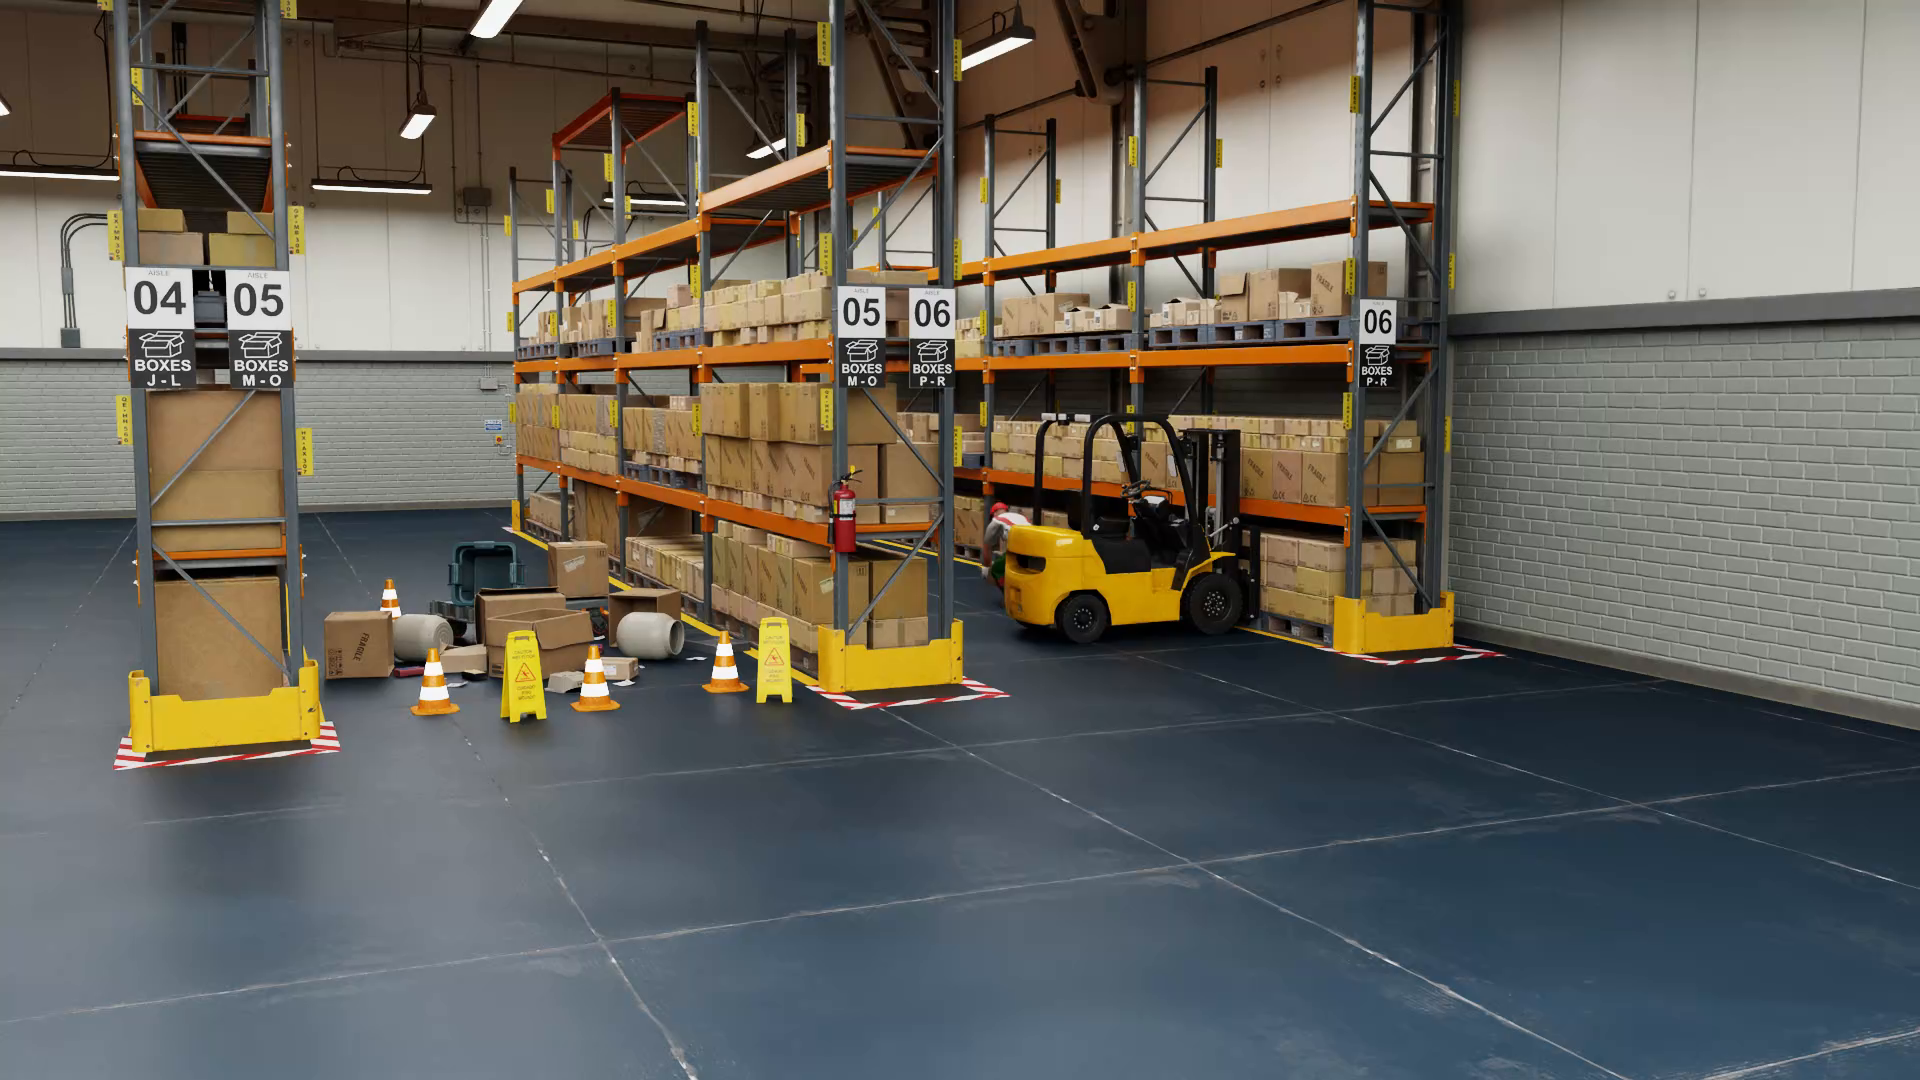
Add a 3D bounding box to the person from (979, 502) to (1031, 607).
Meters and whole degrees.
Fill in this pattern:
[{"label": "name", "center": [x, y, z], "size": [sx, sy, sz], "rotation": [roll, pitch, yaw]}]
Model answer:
[{"label": "person", "center": [0.581, 0.168, 18.309], "size": [0.583, 1.136, 0.854], "rotation": [-2, 6, -24]}]
